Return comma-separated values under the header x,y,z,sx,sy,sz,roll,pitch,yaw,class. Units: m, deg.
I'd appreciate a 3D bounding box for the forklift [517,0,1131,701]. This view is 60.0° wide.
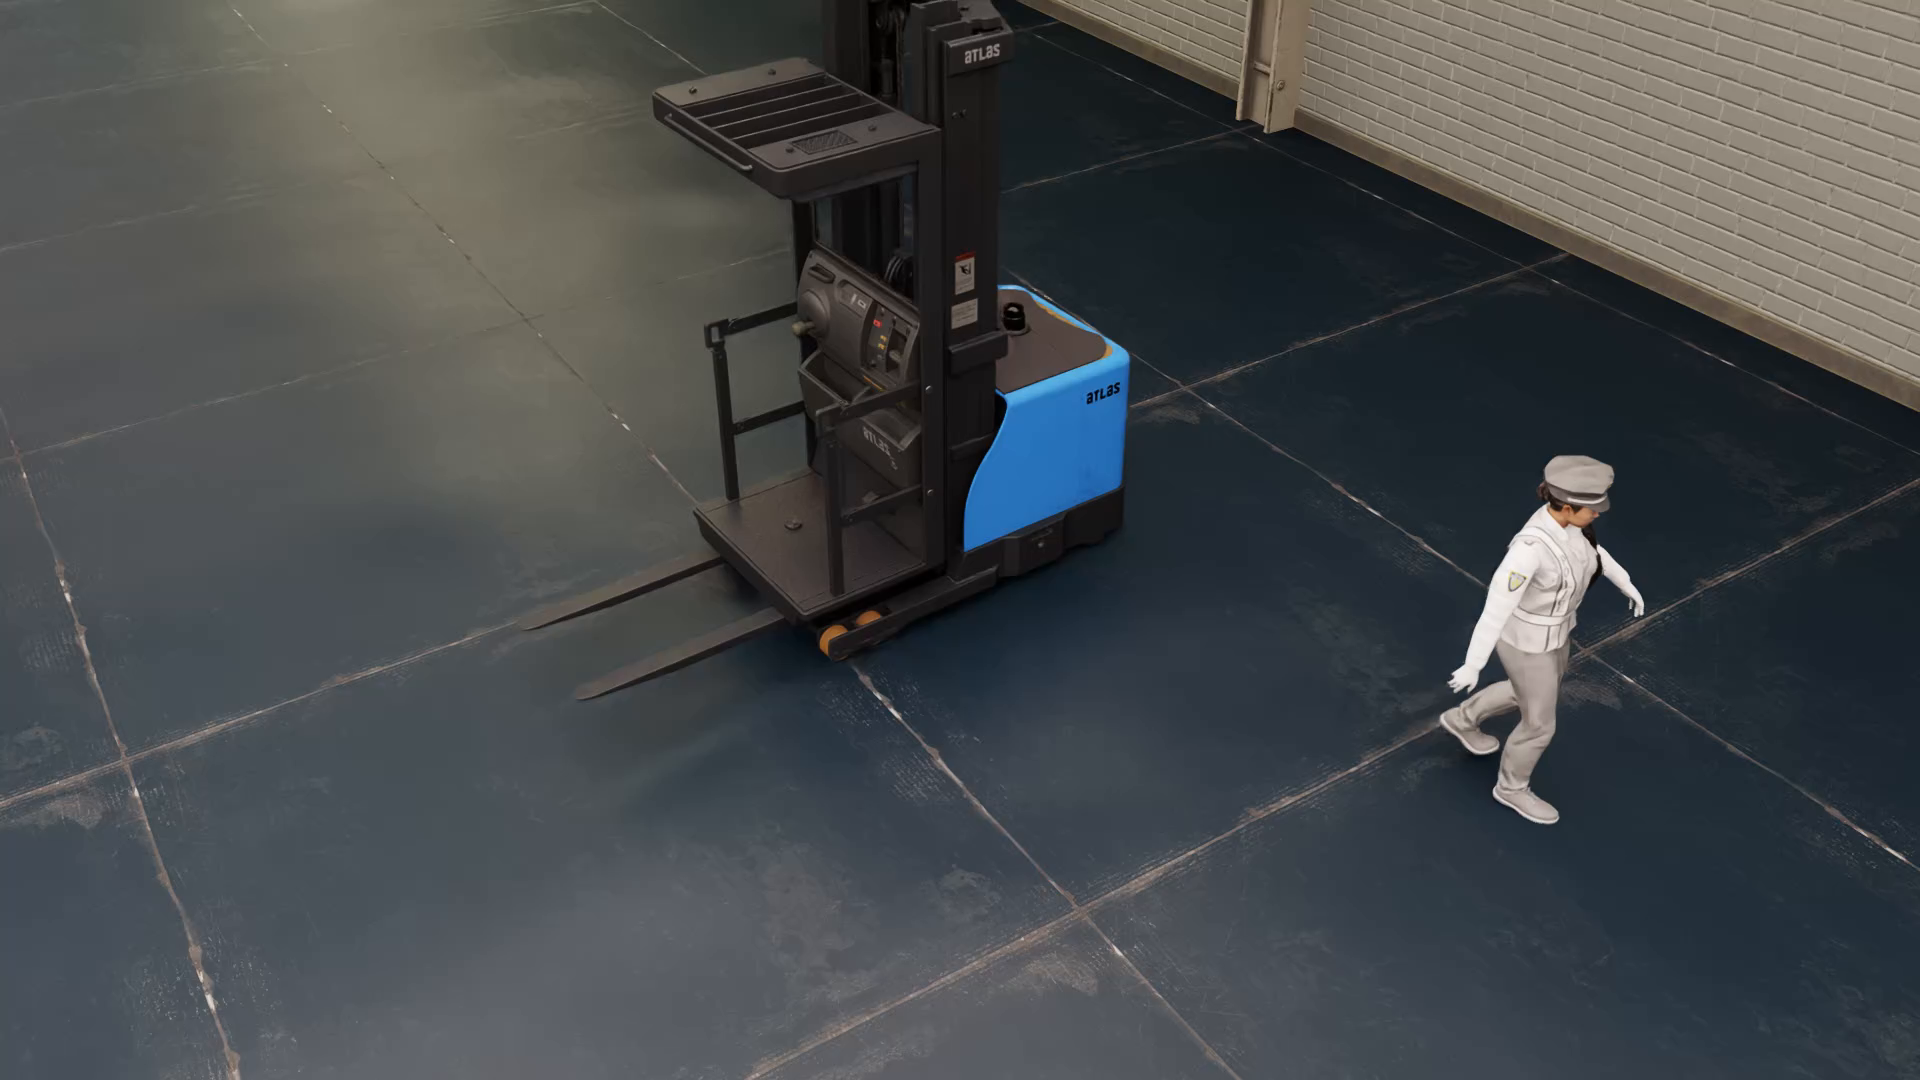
x,y,z,sx,sy,sz,roll,pitch,yaw,class
-0.640,-0.975,7.535,3.031,2.935,1.130,-22,41,-28,forklift

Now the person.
x,y,z,sx,sy,sz,roll,pitch,yaw,class
2.315,0.396,6.709,0.653,1.652,0.787,21,40,27,person
